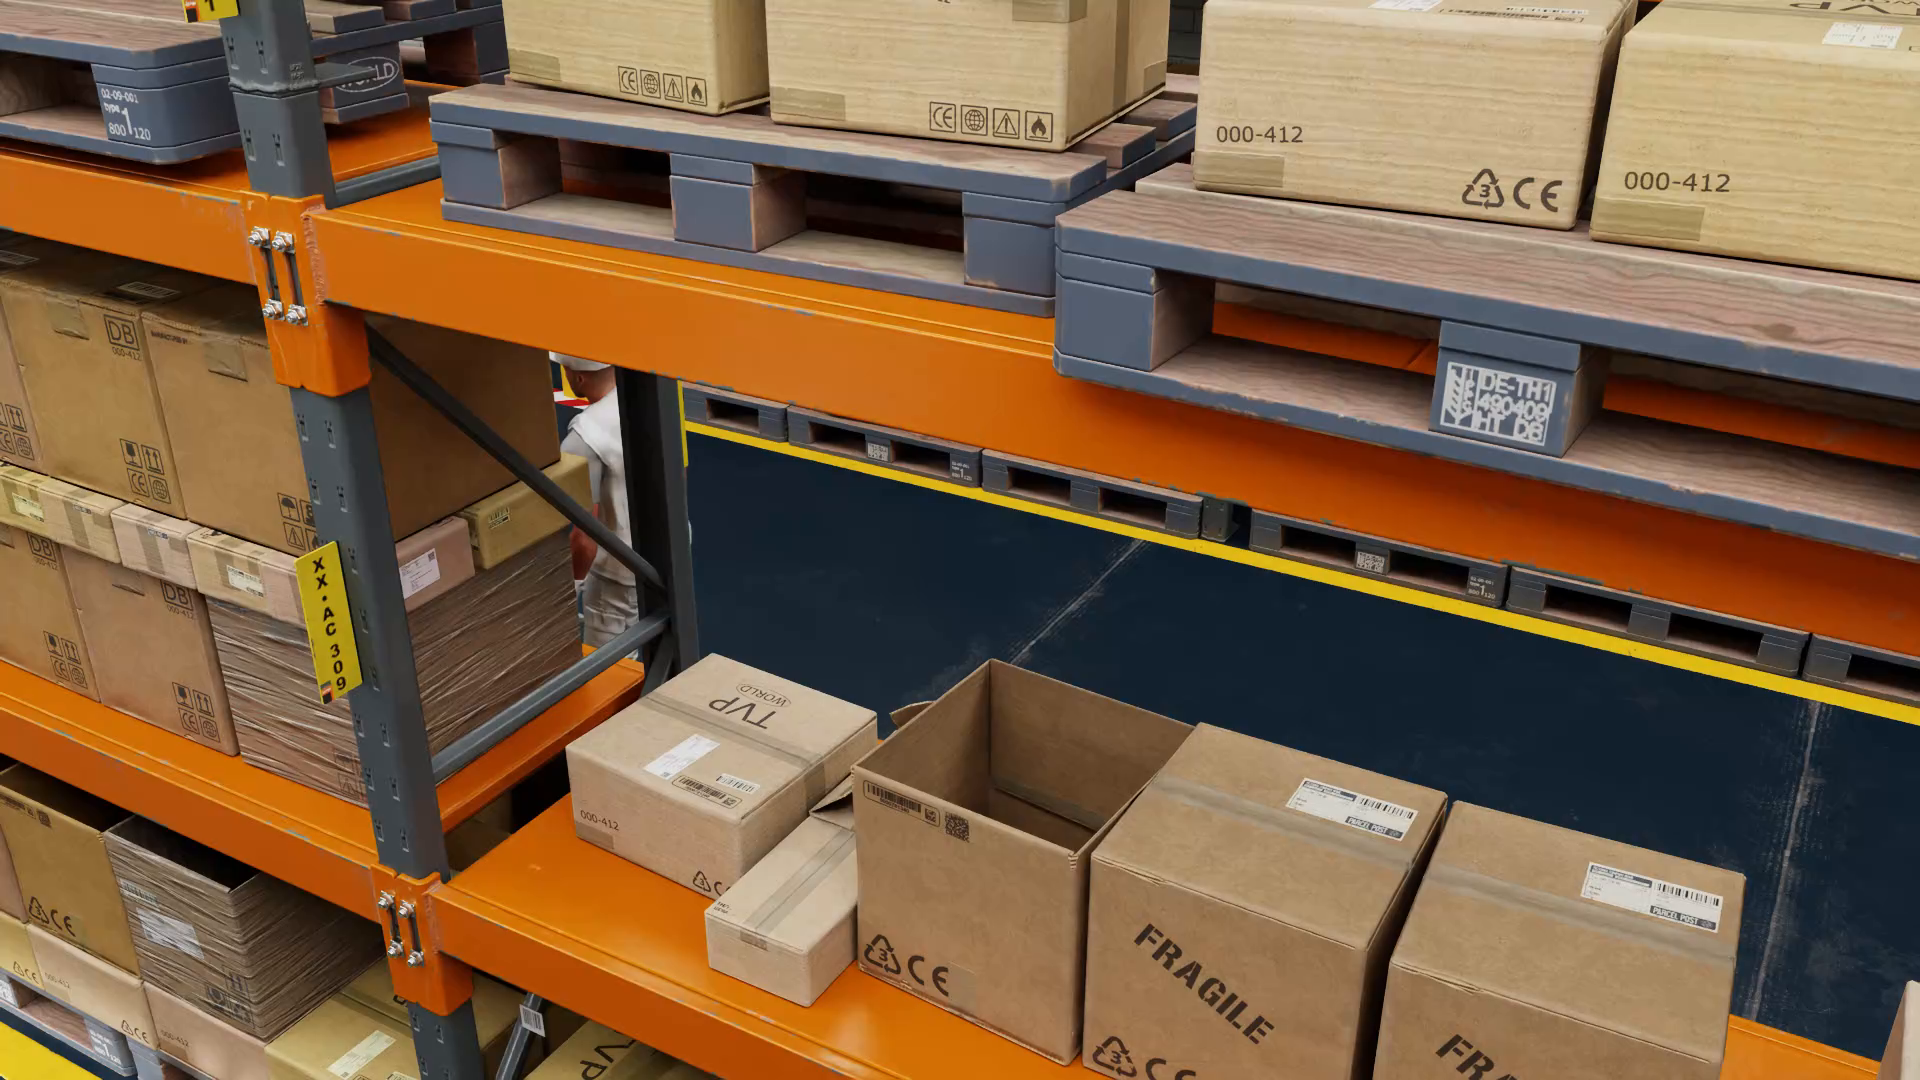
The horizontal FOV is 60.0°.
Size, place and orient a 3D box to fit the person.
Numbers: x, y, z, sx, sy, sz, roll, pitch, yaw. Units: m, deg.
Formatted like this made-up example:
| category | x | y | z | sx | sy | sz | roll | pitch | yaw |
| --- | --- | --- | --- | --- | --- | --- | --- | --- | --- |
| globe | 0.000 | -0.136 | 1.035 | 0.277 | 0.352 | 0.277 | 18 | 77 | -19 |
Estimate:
| category | x | y | z | sx | sy | sz | roll | pitch | yaw |
| --- | --- | --- | --- | --- | --- | --- | --- | --- | --- |
| person | -1.197 | 0.066 | 5.963 | 0.449 | 1.779 | 0.609 | 14 | 30 | 27 |
